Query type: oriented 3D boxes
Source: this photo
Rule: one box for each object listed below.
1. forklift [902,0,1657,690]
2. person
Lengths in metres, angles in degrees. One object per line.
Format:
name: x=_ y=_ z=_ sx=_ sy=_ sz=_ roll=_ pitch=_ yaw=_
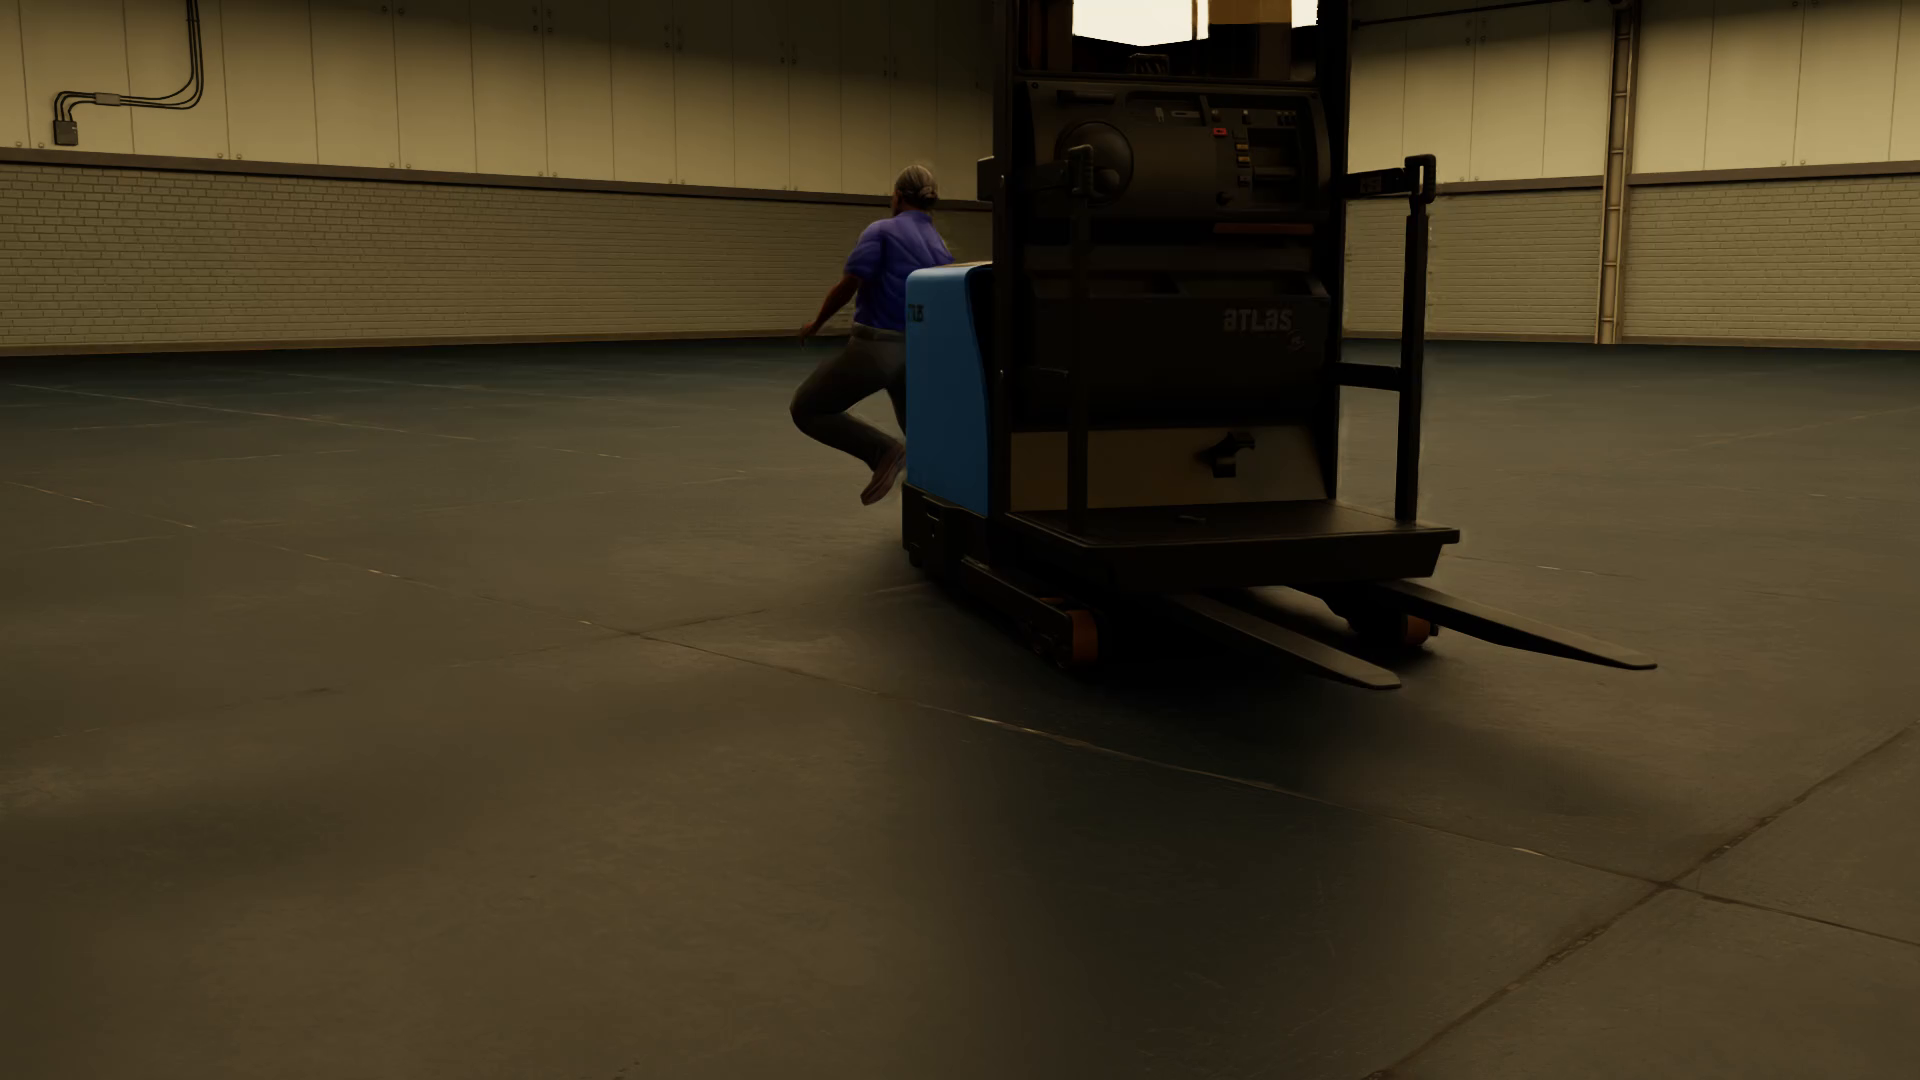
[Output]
forklift: x=0.704 y=-1.168 z=4.629 sx=1.130 sy=2.935 sz=3.031 roll=-3 pitch=9 yaw=-17
person: x=-0.309 y=-0.777 z=6.851 sx=0.752 sy=1.484 sz=0.683 roll=-6 pitch=11 yaw=-35
